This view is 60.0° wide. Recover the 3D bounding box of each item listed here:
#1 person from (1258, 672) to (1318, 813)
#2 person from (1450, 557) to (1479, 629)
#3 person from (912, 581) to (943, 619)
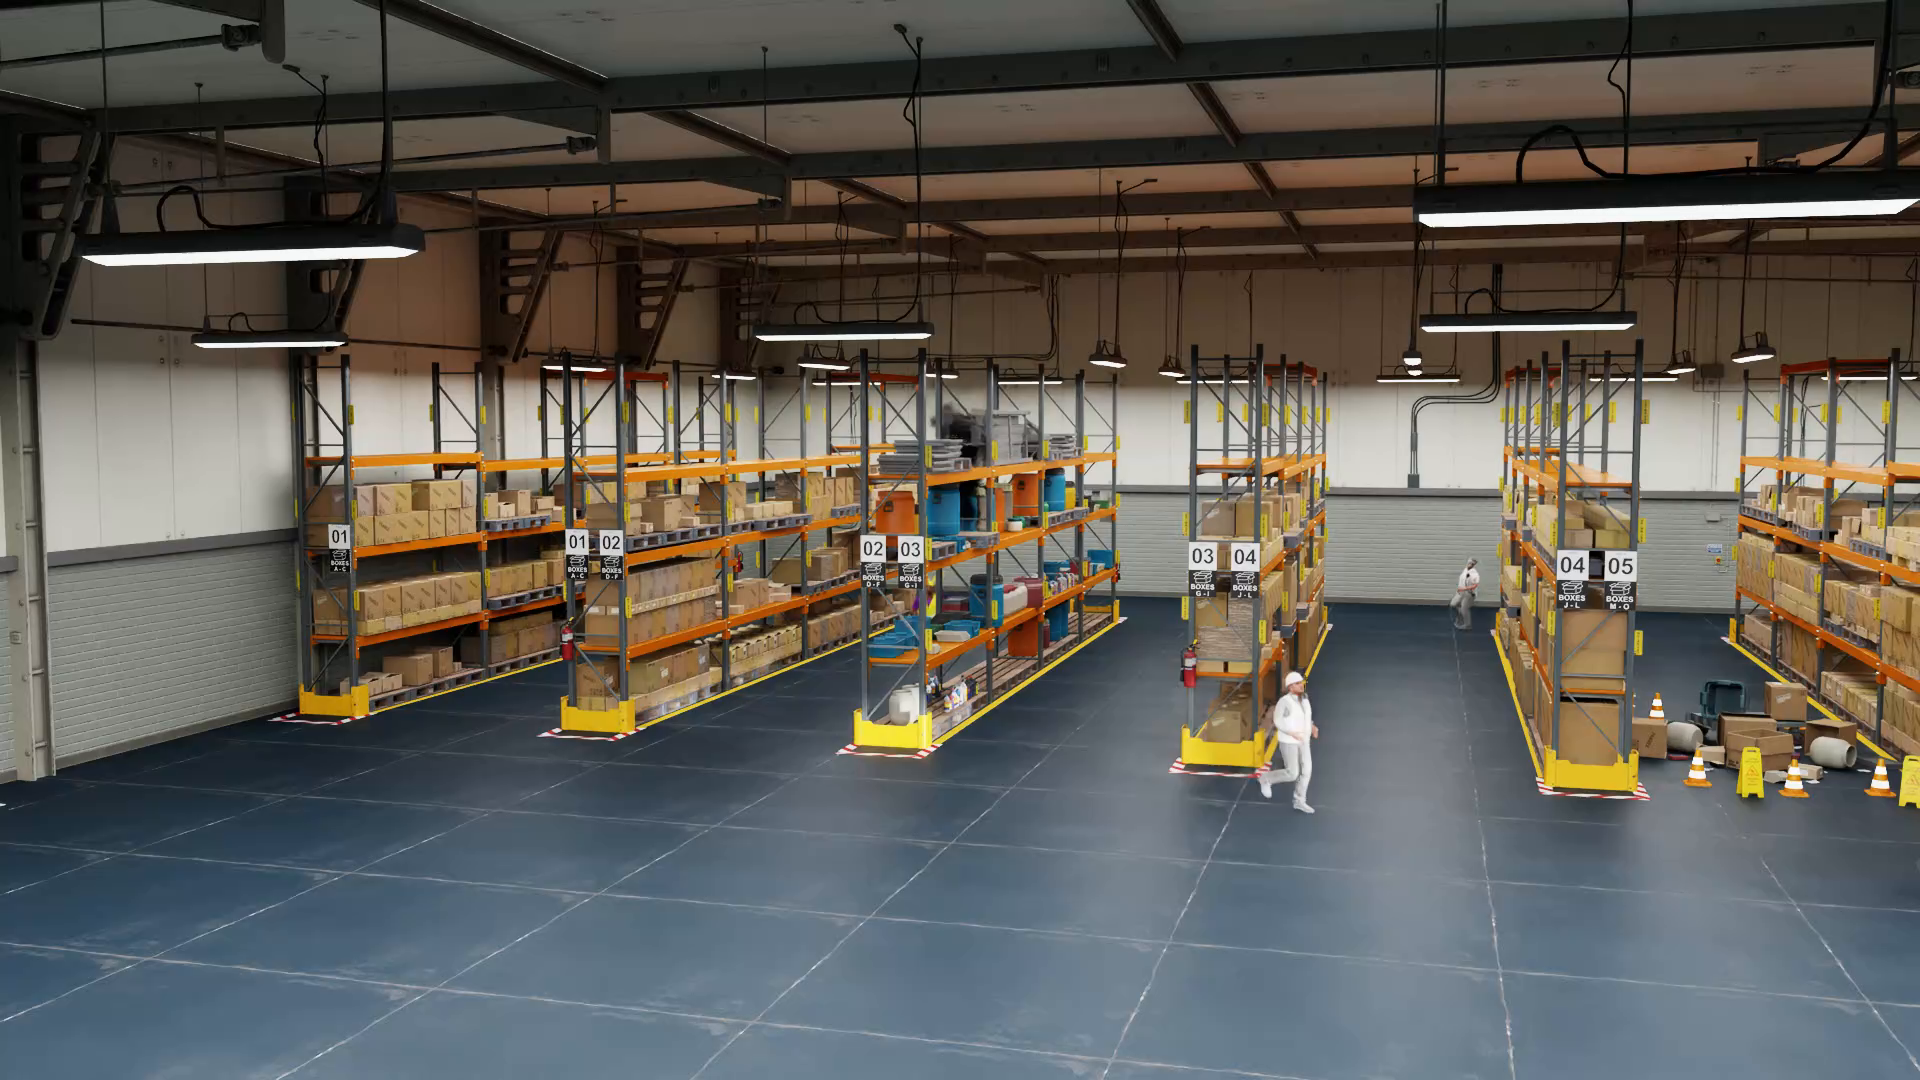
[{"bbox_3d":[4.227,2.554,21.206,0.668,1.764,0.758,-3,5,-38],"label":"person"},{"bbox_3d":[11.754,1.237,38.646,0.619,1.711,0.673,-2,5,-23],"label":"person"},{"bbox_3d":[-0.617,1.668,33.075,0.702,1.721,0.562,0,4,3],"label":"person"}]
